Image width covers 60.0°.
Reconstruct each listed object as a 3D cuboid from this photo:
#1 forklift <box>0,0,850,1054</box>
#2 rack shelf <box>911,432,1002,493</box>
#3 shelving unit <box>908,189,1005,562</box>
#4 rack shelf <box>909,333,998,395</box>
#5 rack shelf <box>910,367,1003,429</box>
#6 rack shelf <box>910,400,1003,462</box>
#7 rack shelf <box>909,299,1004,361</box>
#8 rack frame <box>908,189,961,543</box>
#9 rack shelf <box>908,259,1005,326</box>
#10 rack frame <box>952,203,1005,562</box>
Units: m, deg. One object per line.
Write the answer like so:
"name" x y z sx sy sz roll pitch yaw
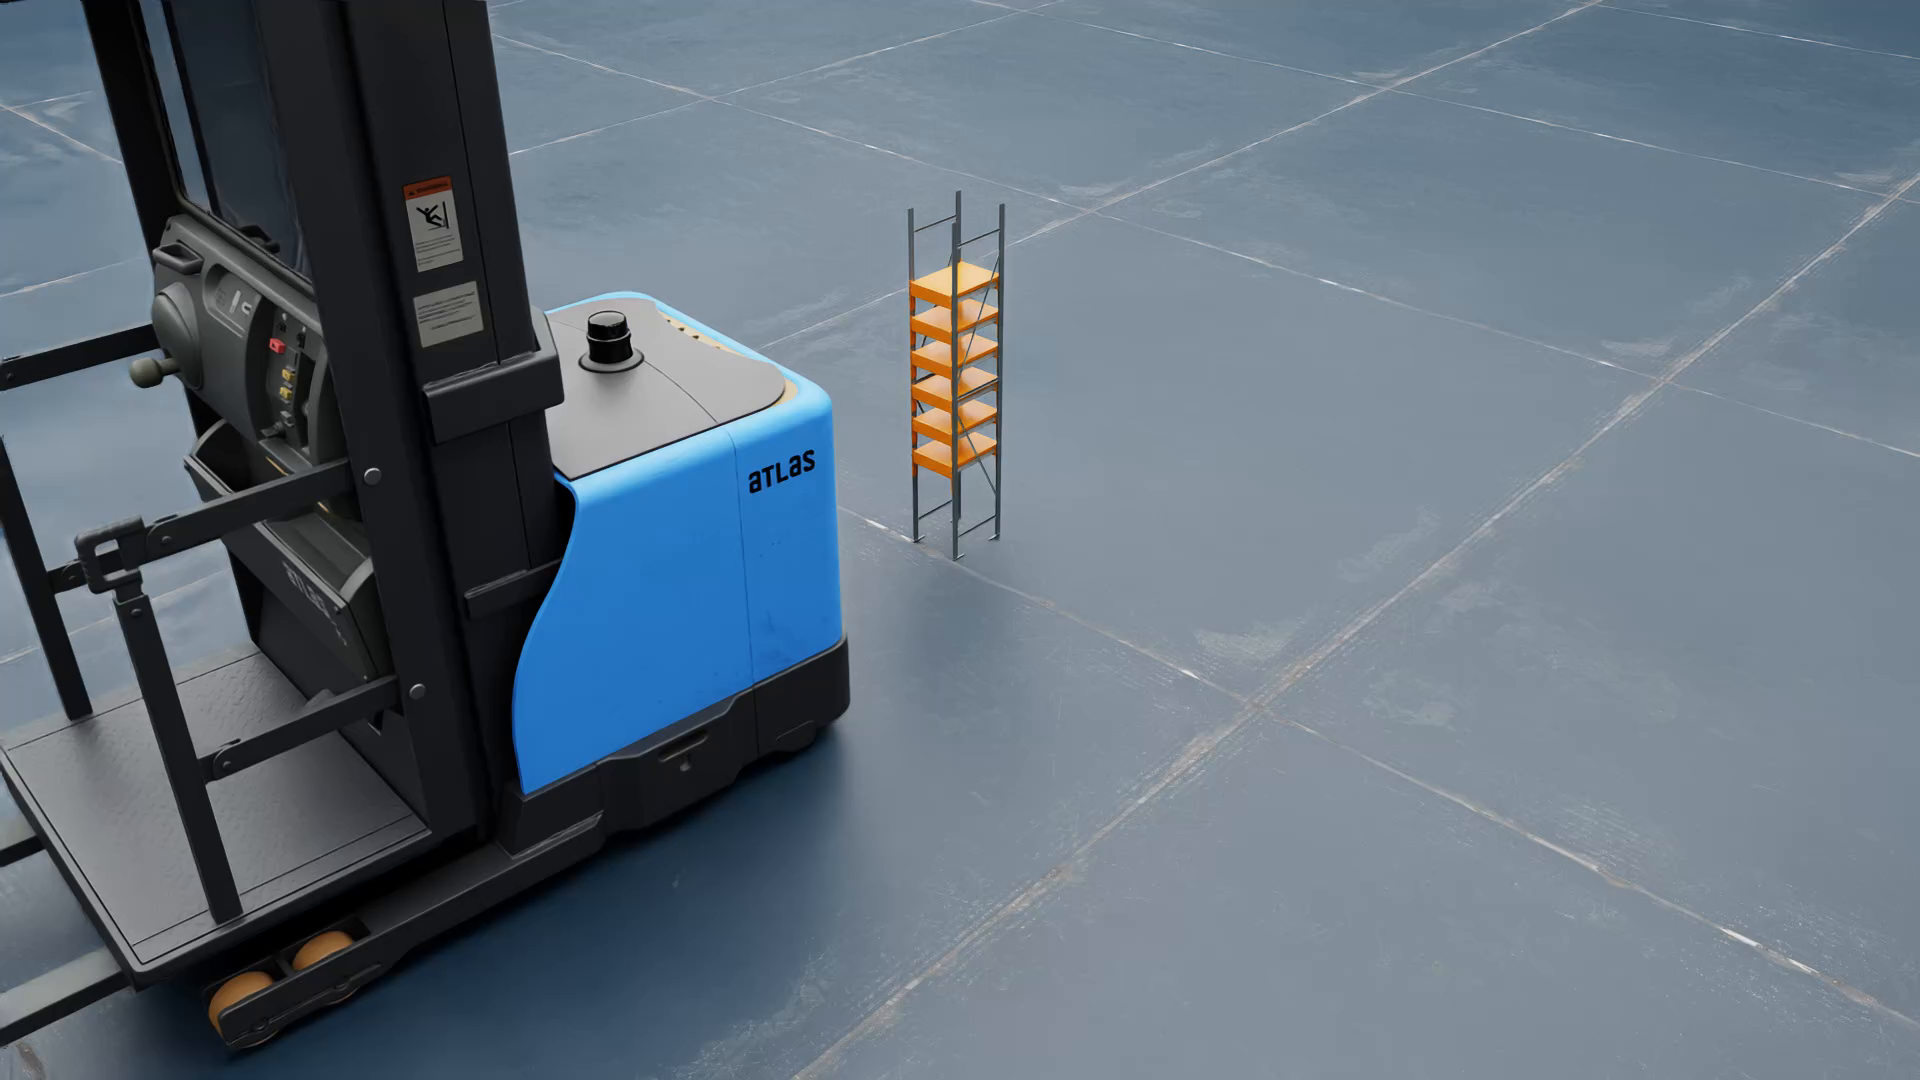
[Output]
"forklift" -1.752 -0.399 3.571 3.031 2.935 1.130 -25 39 -35
"rack shelf" -0.011 -0.275 5.596 0.180 0.103 0.258 25 39 35
"shelving unit" -0.011 -0.519 5.449 0.189 1.200 0.258 25 39 35
"rack shelf" -0.011 -0.584 5.410 0.180 0.103 0.258 25 39 35
"rack shelf" -0.011 -0.481 5.472 0.180 0.103 0.258 25 39 35
"rack shelf" -0.011 -0.378 5.534 0.180 0.103 0.258 25 39 35
"rack shelf" -0.011 -0.687 5.348 0.180 0.103 0.258 25 39 35
"rack frame" -0.079 -0.551 5.501 0.006 1.200 0.240 25 39 35
"rack shelf" -0.011 -0.789 5.286 0.180 0.103 0.258 25 39 35
"rack frame" 0.057 -0.487 5.396 0.006 1.200 0.240 25 39 35
